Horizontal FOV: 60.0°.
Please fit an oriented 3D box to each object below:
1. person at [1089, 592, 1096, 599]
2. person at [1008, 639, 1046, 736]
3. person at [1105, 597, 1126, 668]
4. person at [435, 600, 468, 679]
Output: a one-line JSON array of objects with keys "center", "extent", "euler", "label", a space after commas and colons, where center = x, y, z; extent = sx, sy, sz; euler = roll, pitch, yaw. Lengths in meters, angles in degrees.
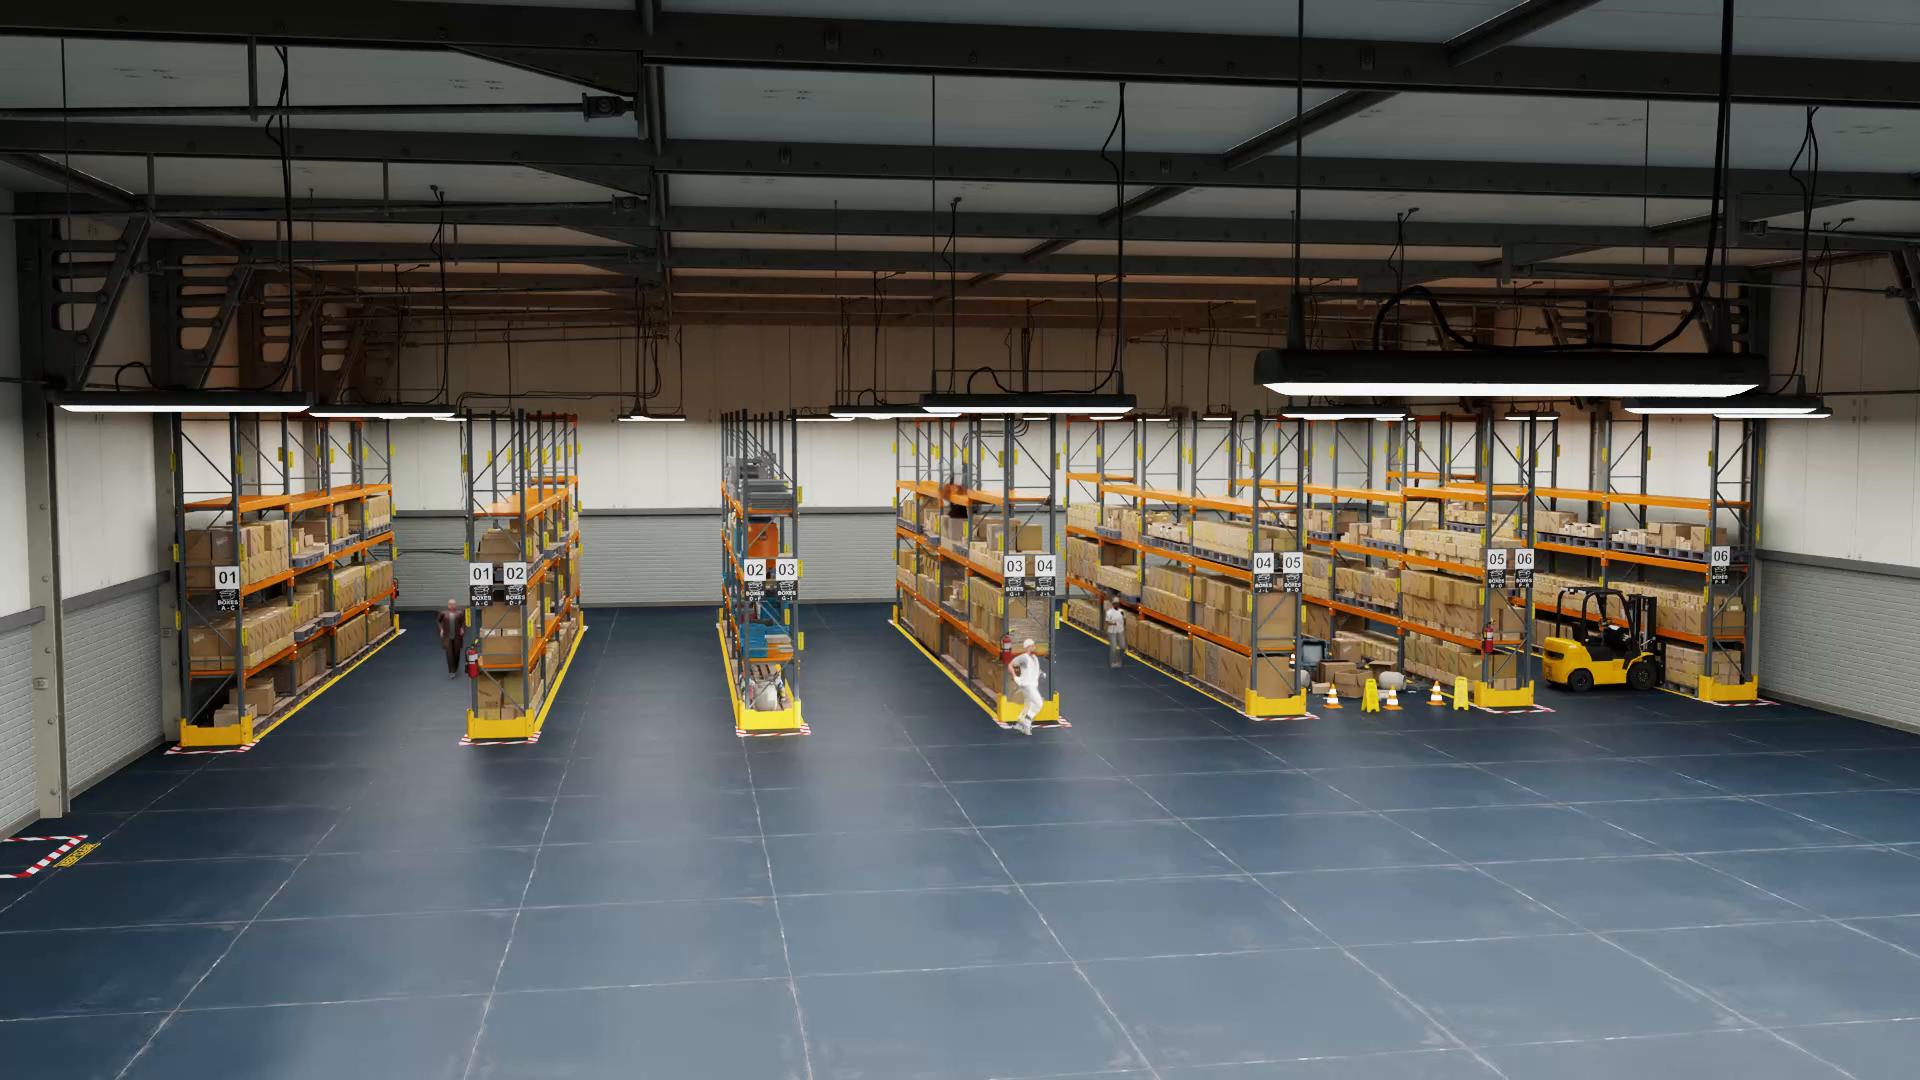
[{"center": [4.061, 1.395, 49.728], "extent": [0.884, 1.685, 0.569], "euler": [-1, 4, -16], "label": "person"}, {"center": [1.290, 2.705, 30.600], "extent": [0.622, 1.755, 0.688], "euler": [2, 4, 26], "label": "person"}, {"center": [3.681, 2.173, 38.884], "extent": [0.560, 1.685, 0.605], "euler": [-1, 4, -12], "label": "person"}, {"center": [-11.519, 2.229, 37.712], "extent": [0.711, 1.769, 0.900], "euler": [-1, 4, -16], "label": "person"}]
